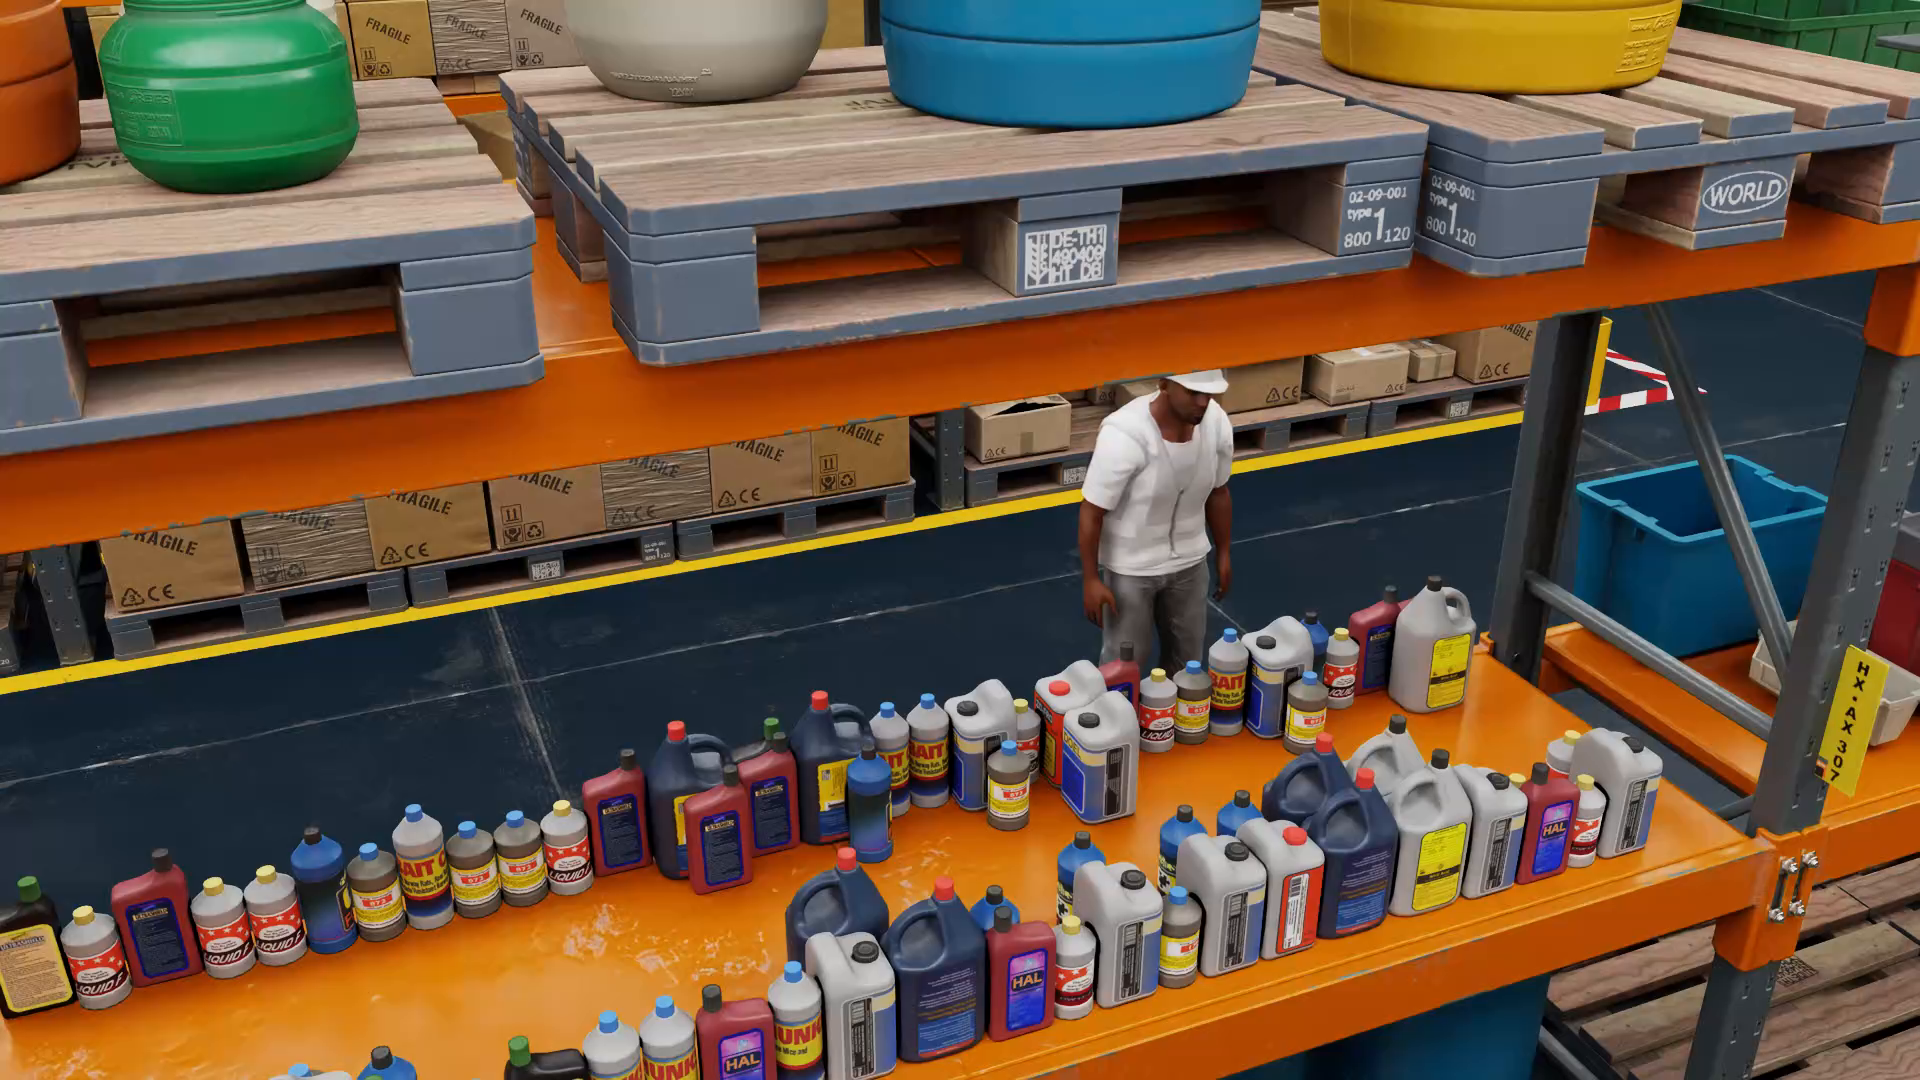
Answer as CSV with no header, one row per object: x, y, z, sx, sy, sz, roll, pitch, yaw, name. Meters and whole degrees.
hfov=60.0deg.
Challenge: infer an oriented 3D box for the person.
0.707,0.096,5.893,0.629,1.759,0.460,-12,28,-23,person
